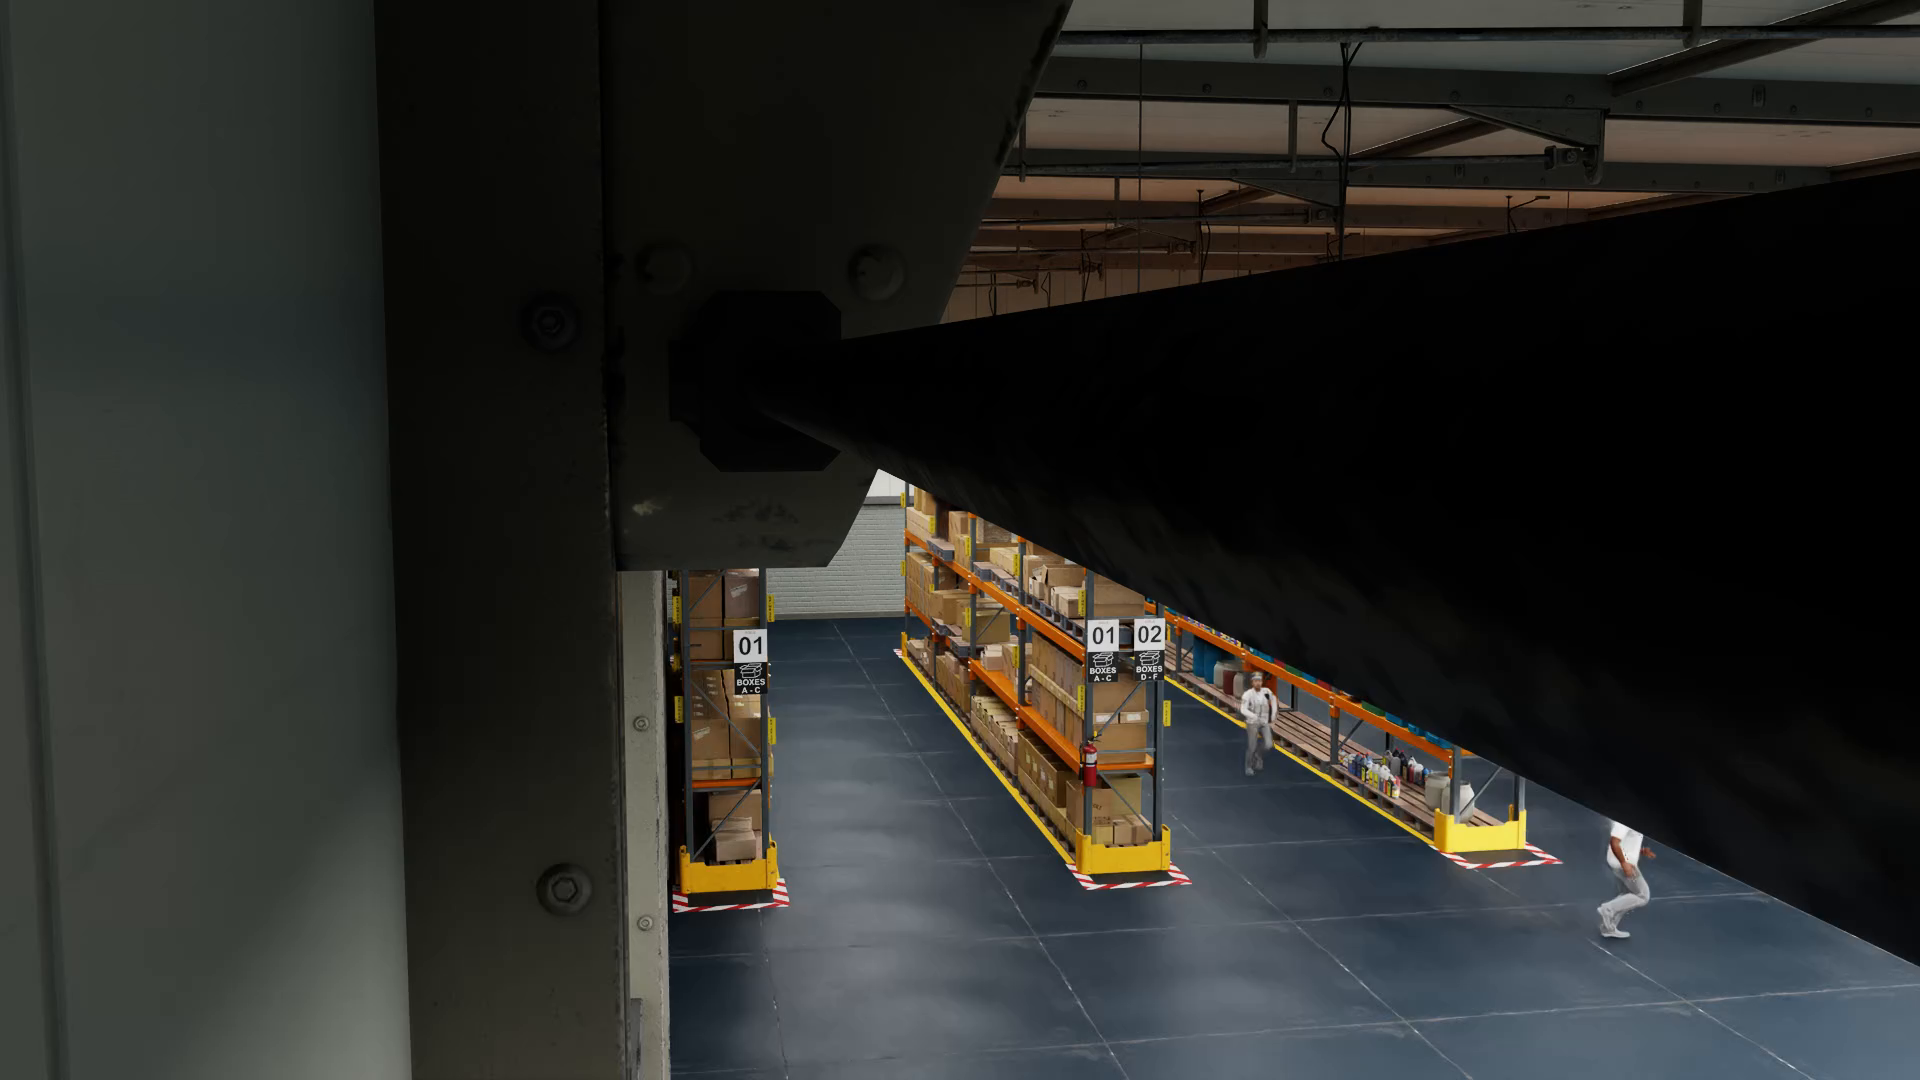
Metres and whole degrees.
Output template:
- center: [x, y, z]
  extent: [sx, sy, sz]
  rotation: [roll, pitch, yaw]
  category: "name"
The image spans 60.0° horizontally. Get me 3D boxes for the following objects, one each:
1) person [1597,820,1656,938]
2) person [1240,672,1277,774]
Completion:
- center: [7.385, 3.573, 18.395]
  extent: [0.620, 1.711, 0.694]
  rotation: [2, 6, 15]
  category: "person"
- center: [4.628, 2.839, 25.696]
  extent: [0.634, 1.647, 0.728]
  rotation: [-1, 6, -5]
  category: "person"
